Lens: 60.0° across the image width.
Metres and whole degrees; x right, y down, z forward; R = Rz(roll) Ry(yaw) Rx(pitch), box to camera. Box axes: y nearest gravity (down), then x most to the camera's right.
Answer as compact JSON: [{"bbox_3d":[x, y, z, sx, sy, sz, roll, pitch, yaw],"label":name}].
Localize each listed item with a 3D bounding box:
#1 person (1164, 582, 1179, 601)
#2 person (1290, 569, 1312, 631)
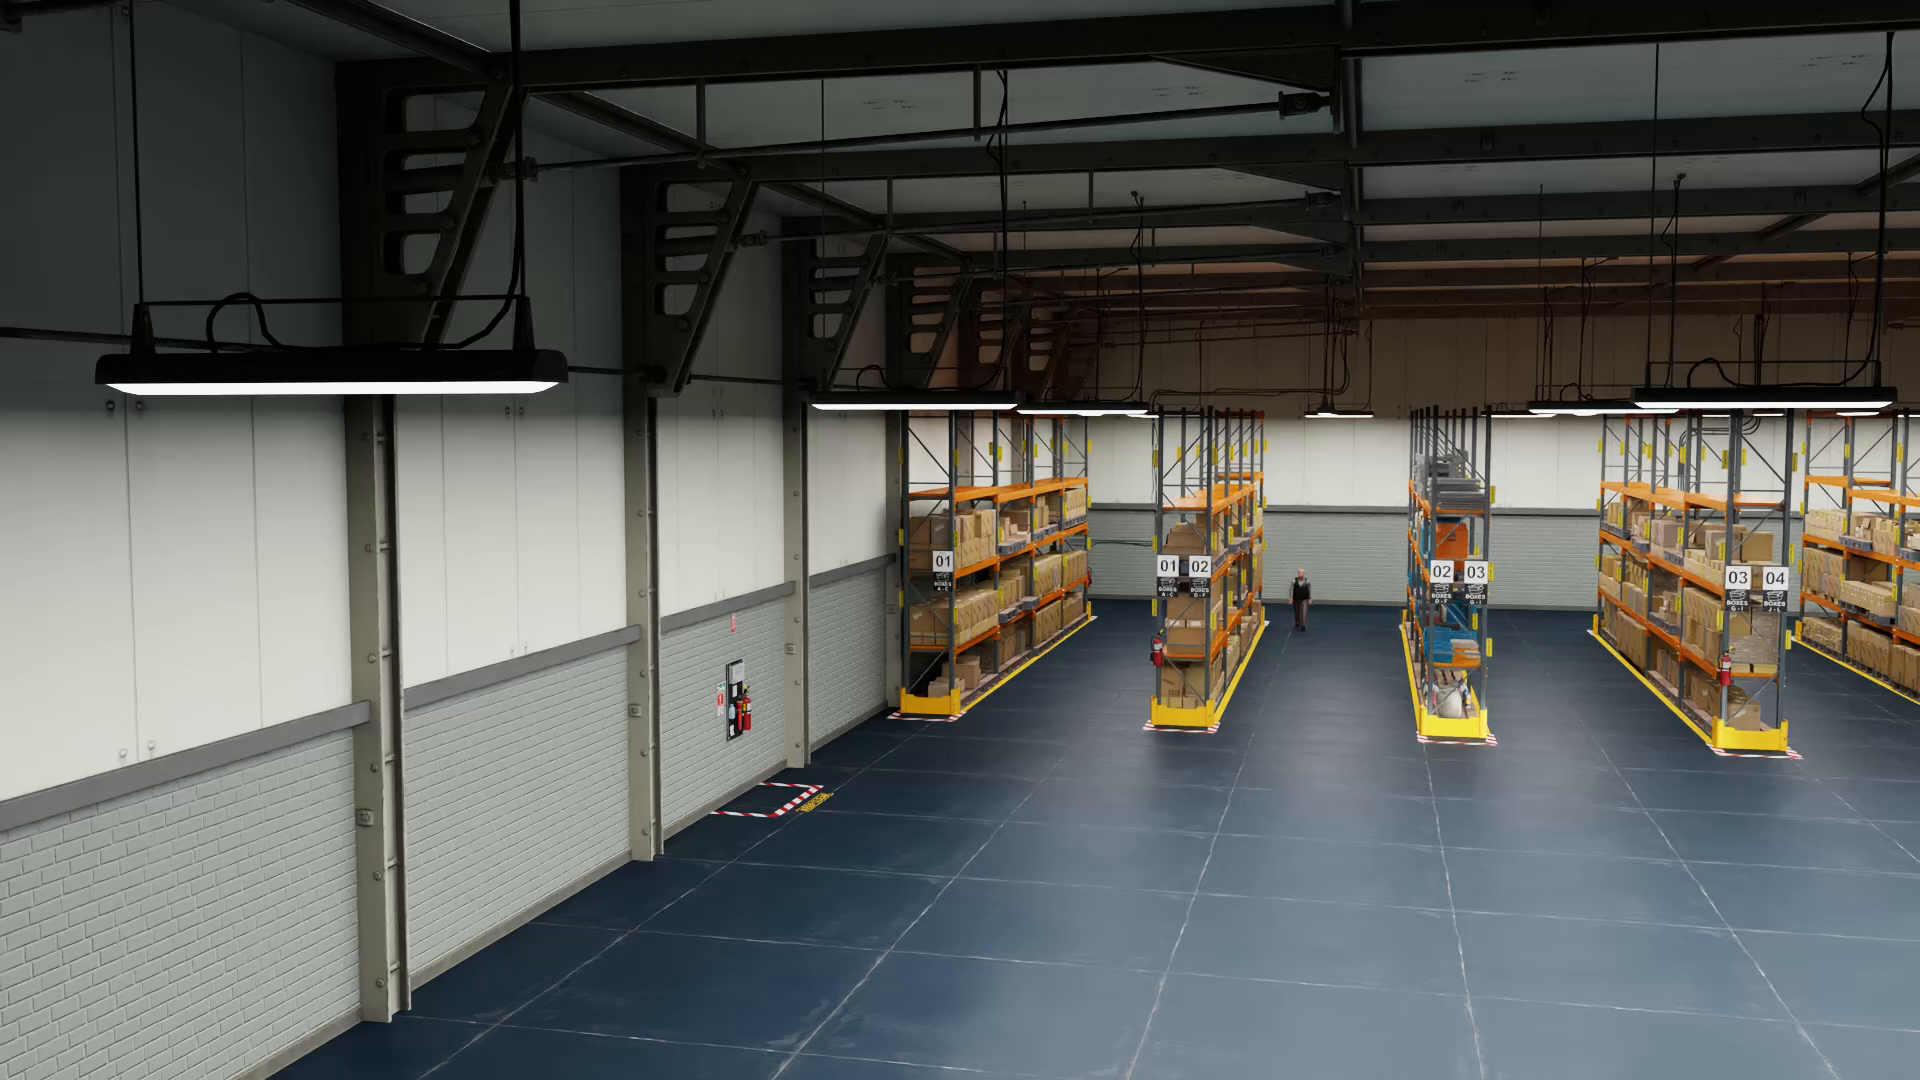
[{"bbox_3d":[5.853,1.683,45.227,0.603,1.602,0.736,2,5,25],"label":"person"},{"bbox_3d":[9.301,1.627,45.415,0.595,1.669,1.084,1,4,11],"label":"person"}]
